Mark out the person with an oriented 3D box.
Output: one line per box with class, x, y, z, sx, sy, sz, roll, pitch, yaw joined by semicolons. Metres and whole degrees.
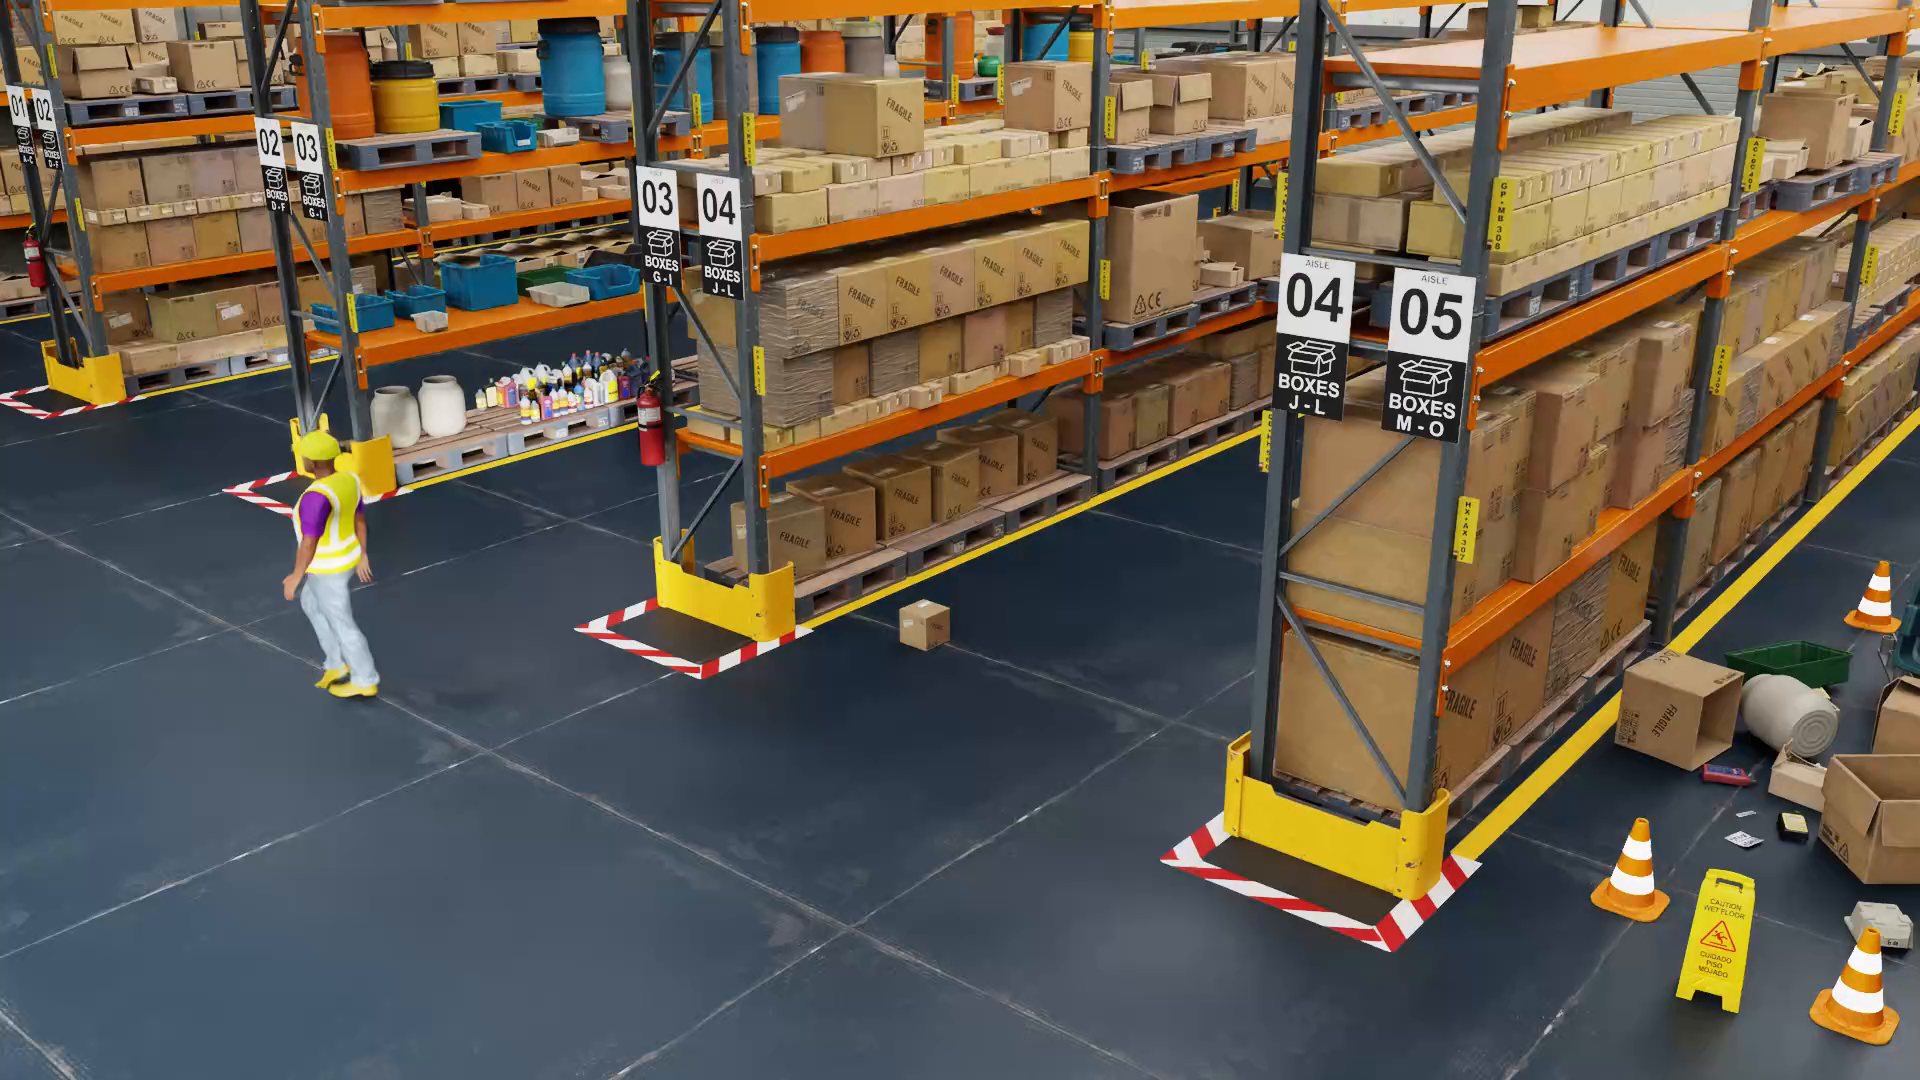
person;-4.016;0.191;10.543;0.514;1.825;0.571;1;20;2
